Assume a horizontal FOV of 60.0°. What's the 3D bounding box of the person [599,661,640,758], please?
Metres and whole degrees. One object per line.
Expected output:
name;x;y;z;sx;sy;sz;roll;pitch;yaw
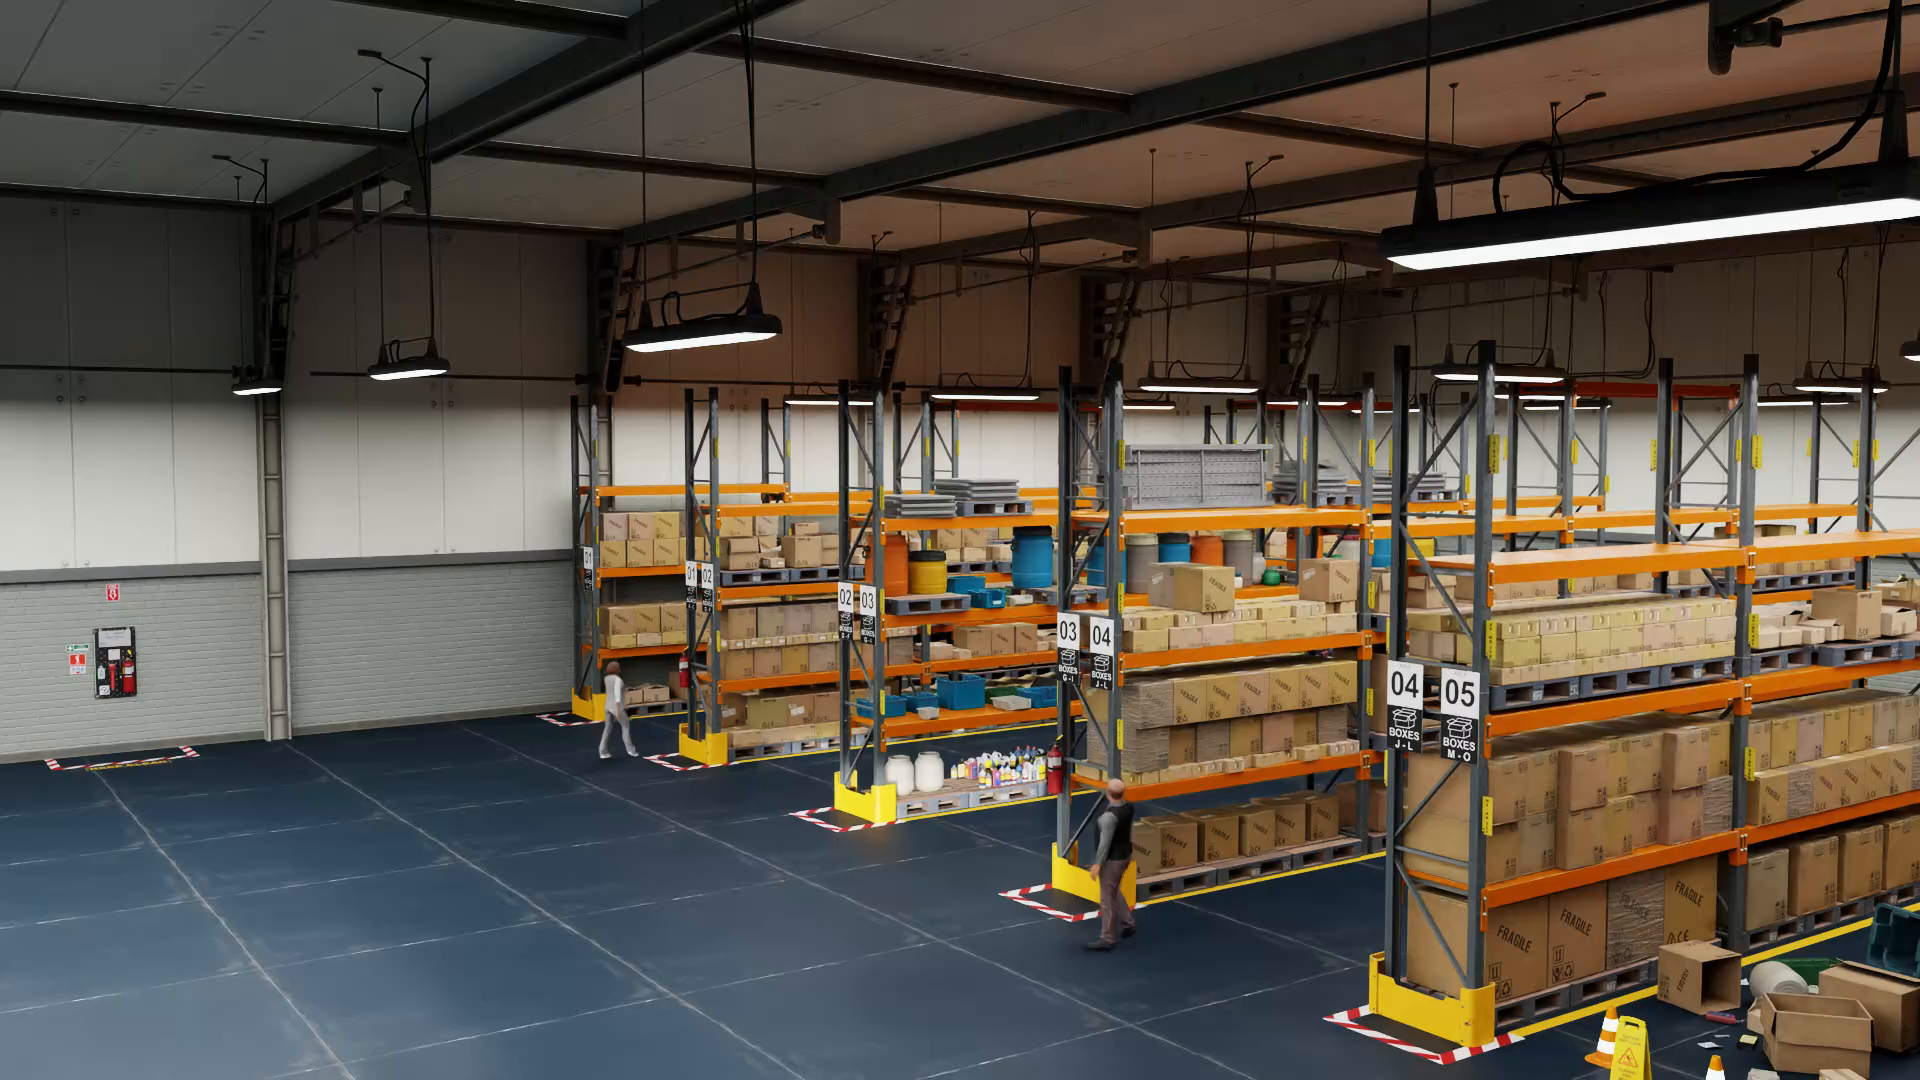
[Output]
person;-5.548;2.756;26.969;0.424;1.592;0.746;3;4;39

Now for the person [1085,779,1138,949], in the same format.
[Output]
person;1.546;3.276;16.977;0.427;1.716;0.639;1;4;21
